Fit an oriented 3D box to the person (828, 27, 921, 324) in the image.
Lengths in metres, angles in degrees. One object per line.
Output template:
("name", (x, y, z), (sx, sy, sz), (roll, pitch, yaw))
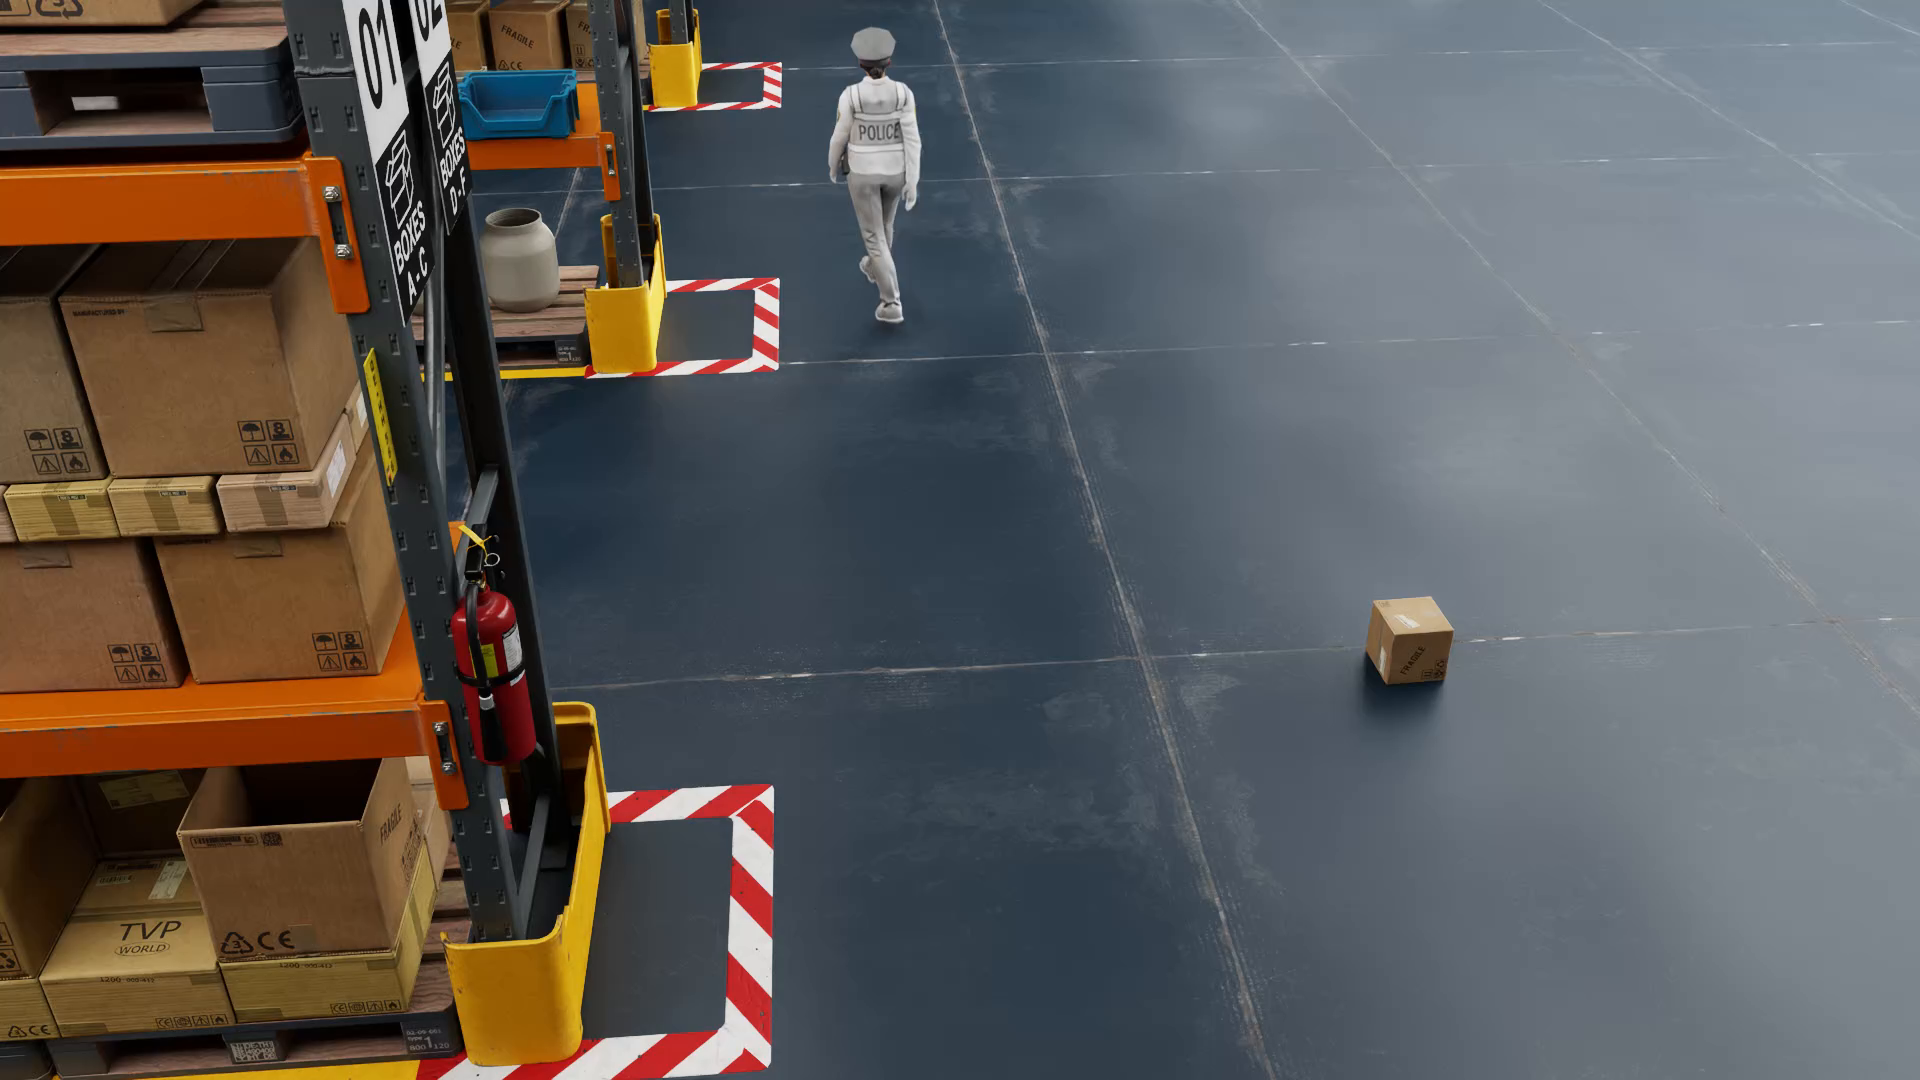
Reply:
("person", (-0.516, -2.148, 9.620), (0.481, 1.628, 1.008), (-12, 33, -19))
